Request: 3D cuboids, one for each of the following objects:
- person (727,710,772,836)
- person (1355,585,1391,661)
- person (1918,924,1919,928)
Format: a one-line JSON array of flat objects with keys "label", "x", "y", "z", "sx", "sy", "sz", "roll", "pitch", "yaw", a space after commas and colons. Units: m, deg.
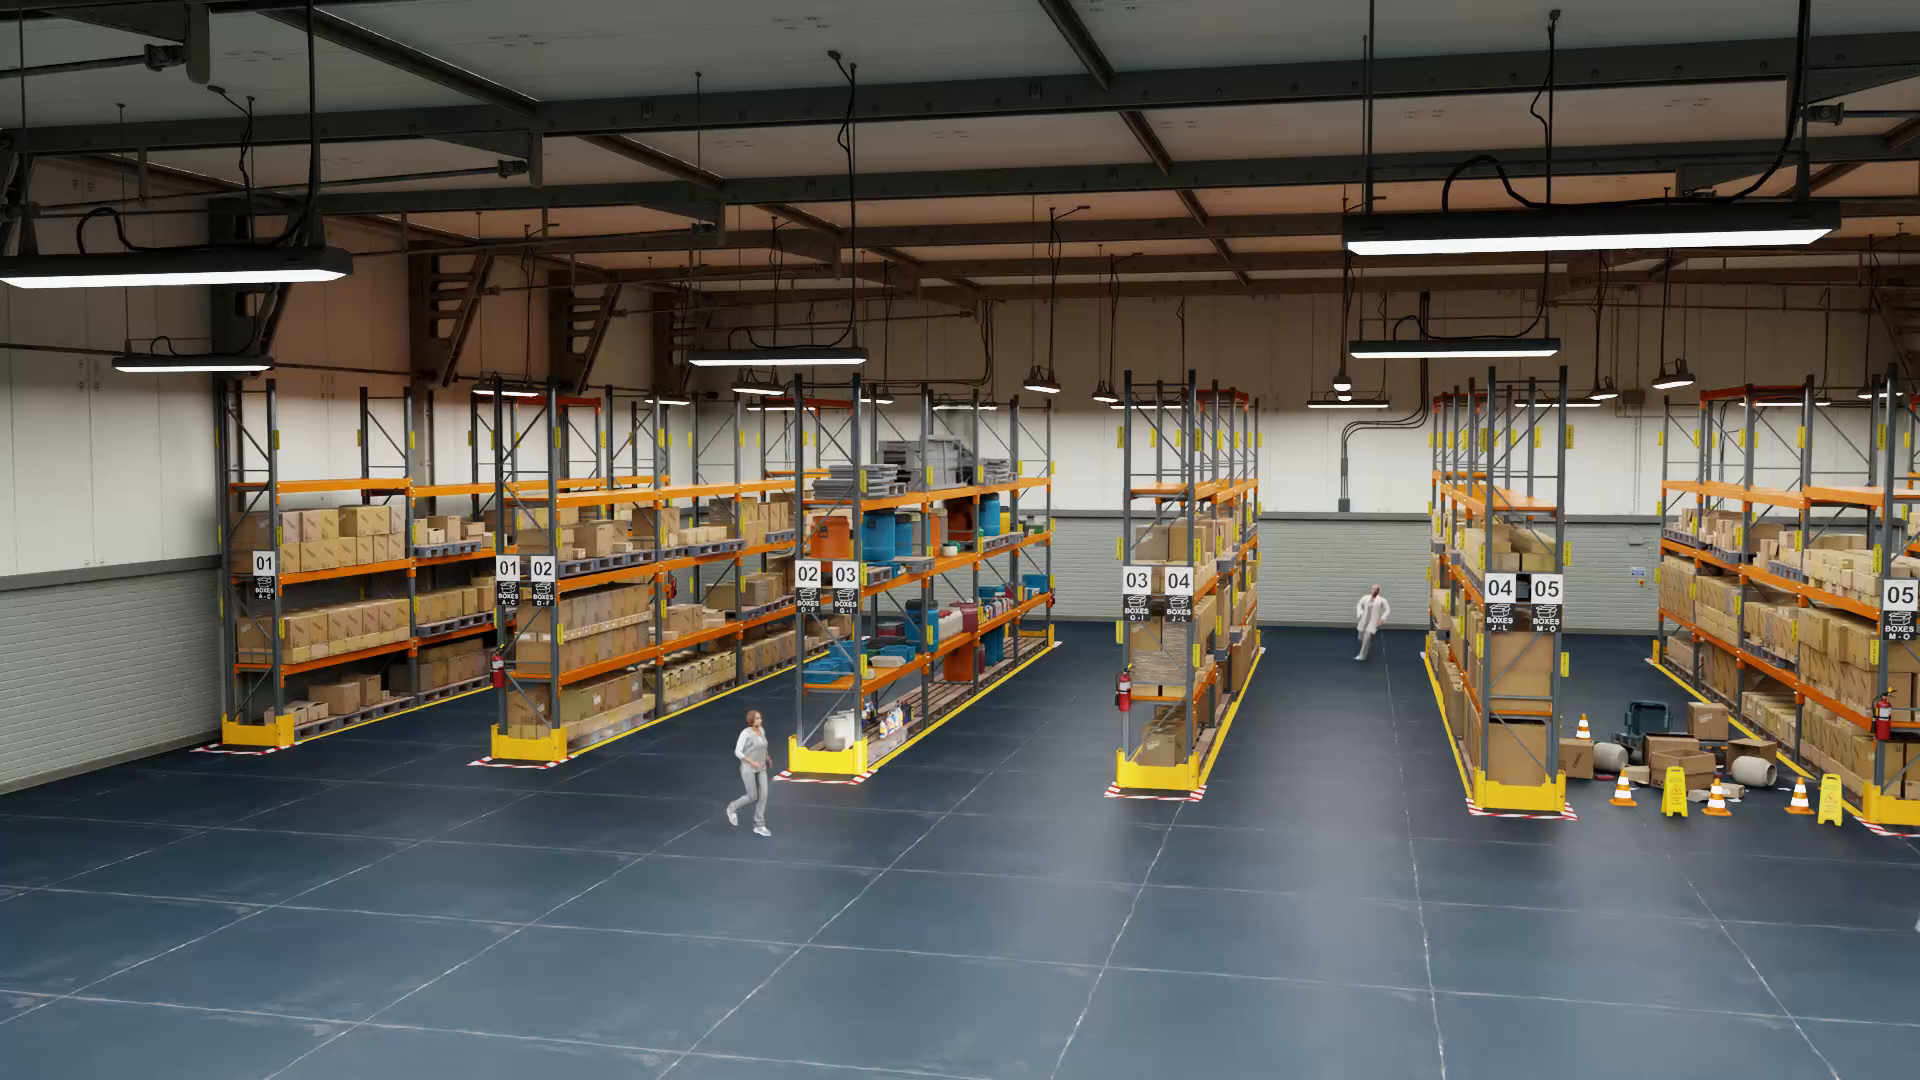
[{"label": "person", "x": -2.666, "y": 2.949, "z": 21.209, "sx": 0.679, "sy": 1.595, "sz": 0.567, "roll": 3, "pitch": 4, "yaw": 36}, {"label": "person", "x": 9.384, "y": 1.881, "z": 37.807, "sx": 0.777, "sy": 1.729, "sz": 0.752, "roll": 2, "pitch": 4, "yaw": 33}, {"label": "person", "x": 9.846, "y": 3.198, "z": 16.353, "sx": 0.537, "sy": 1.730, "sz": 0.755, "roll": -2, "pitch": 4, "yaw": -29}]
